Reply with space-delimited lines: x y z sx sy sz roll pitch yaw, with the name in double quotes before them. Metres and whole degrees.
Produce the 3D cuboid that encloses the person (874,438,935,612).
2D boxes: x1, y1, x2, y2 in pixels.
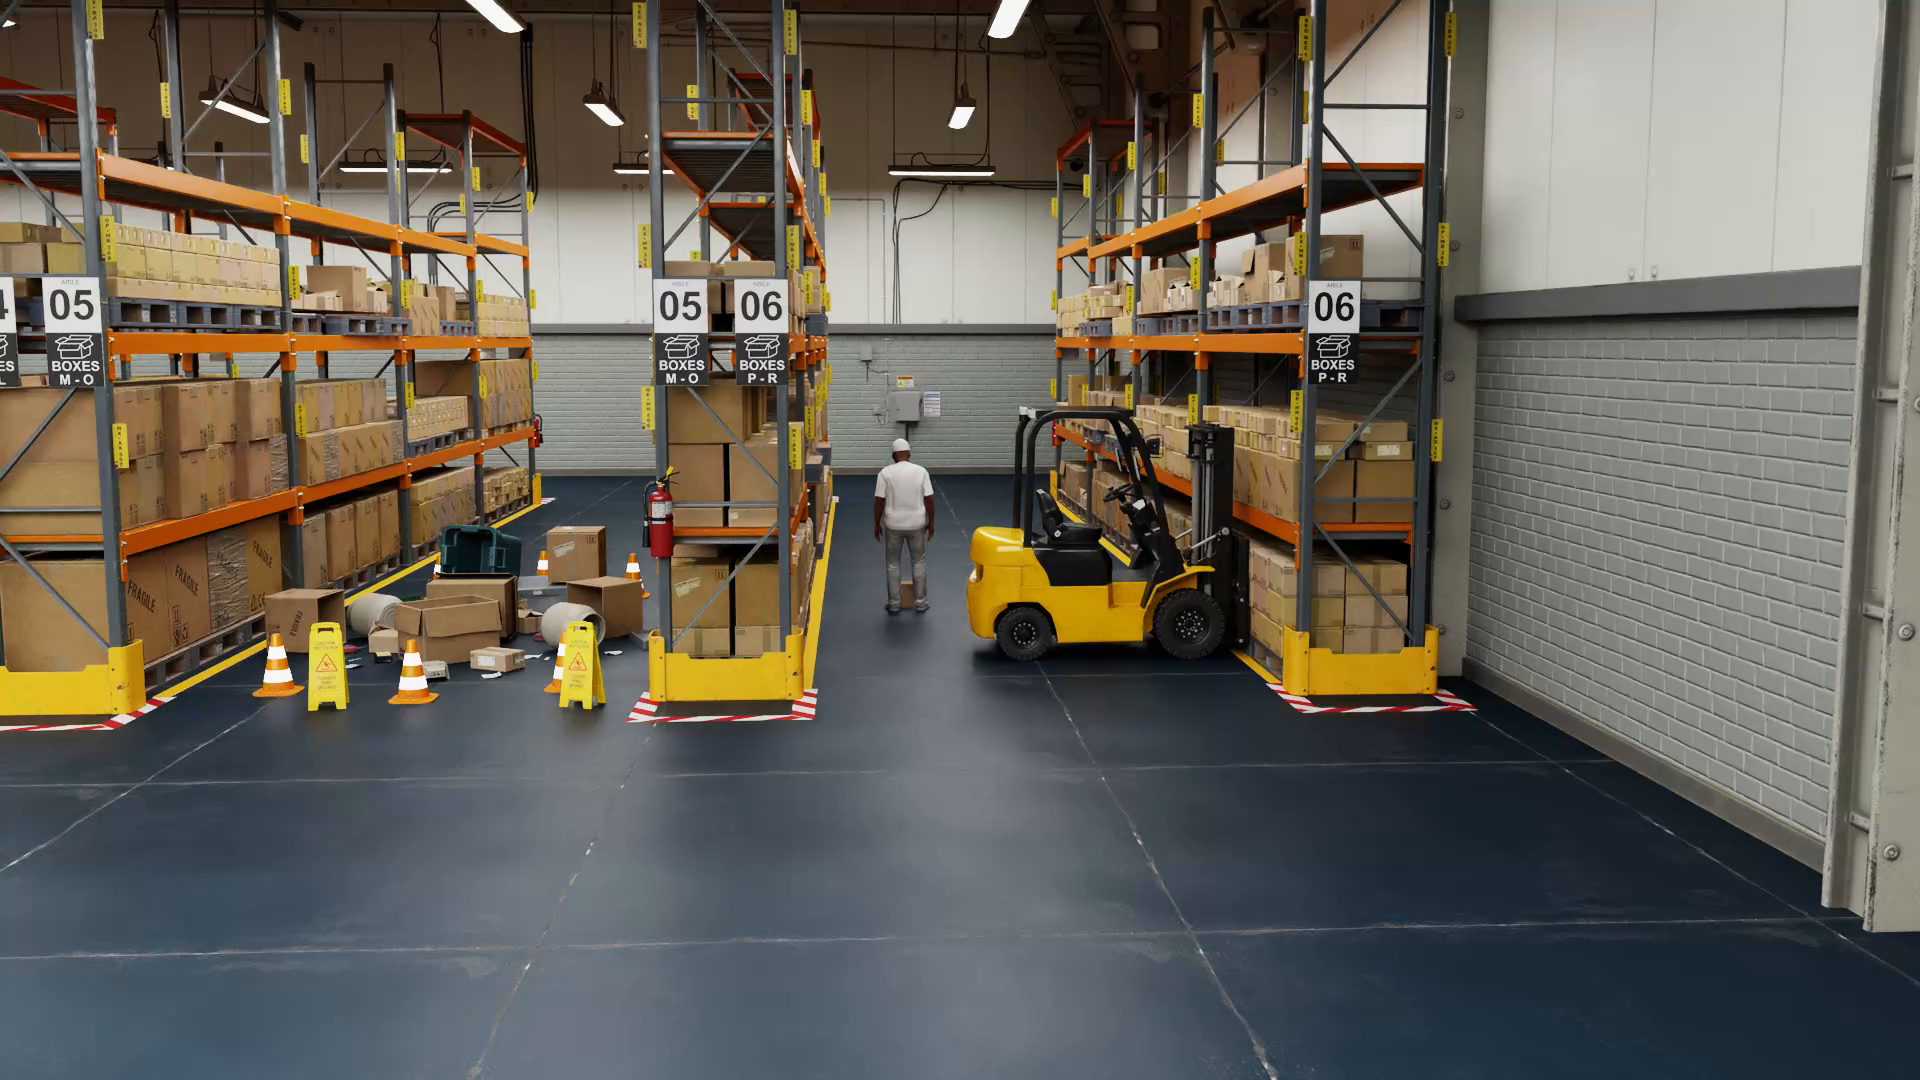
"person" -0.564 -0.157 16.980 0.627 1.761 0.456 -1 7 -5
